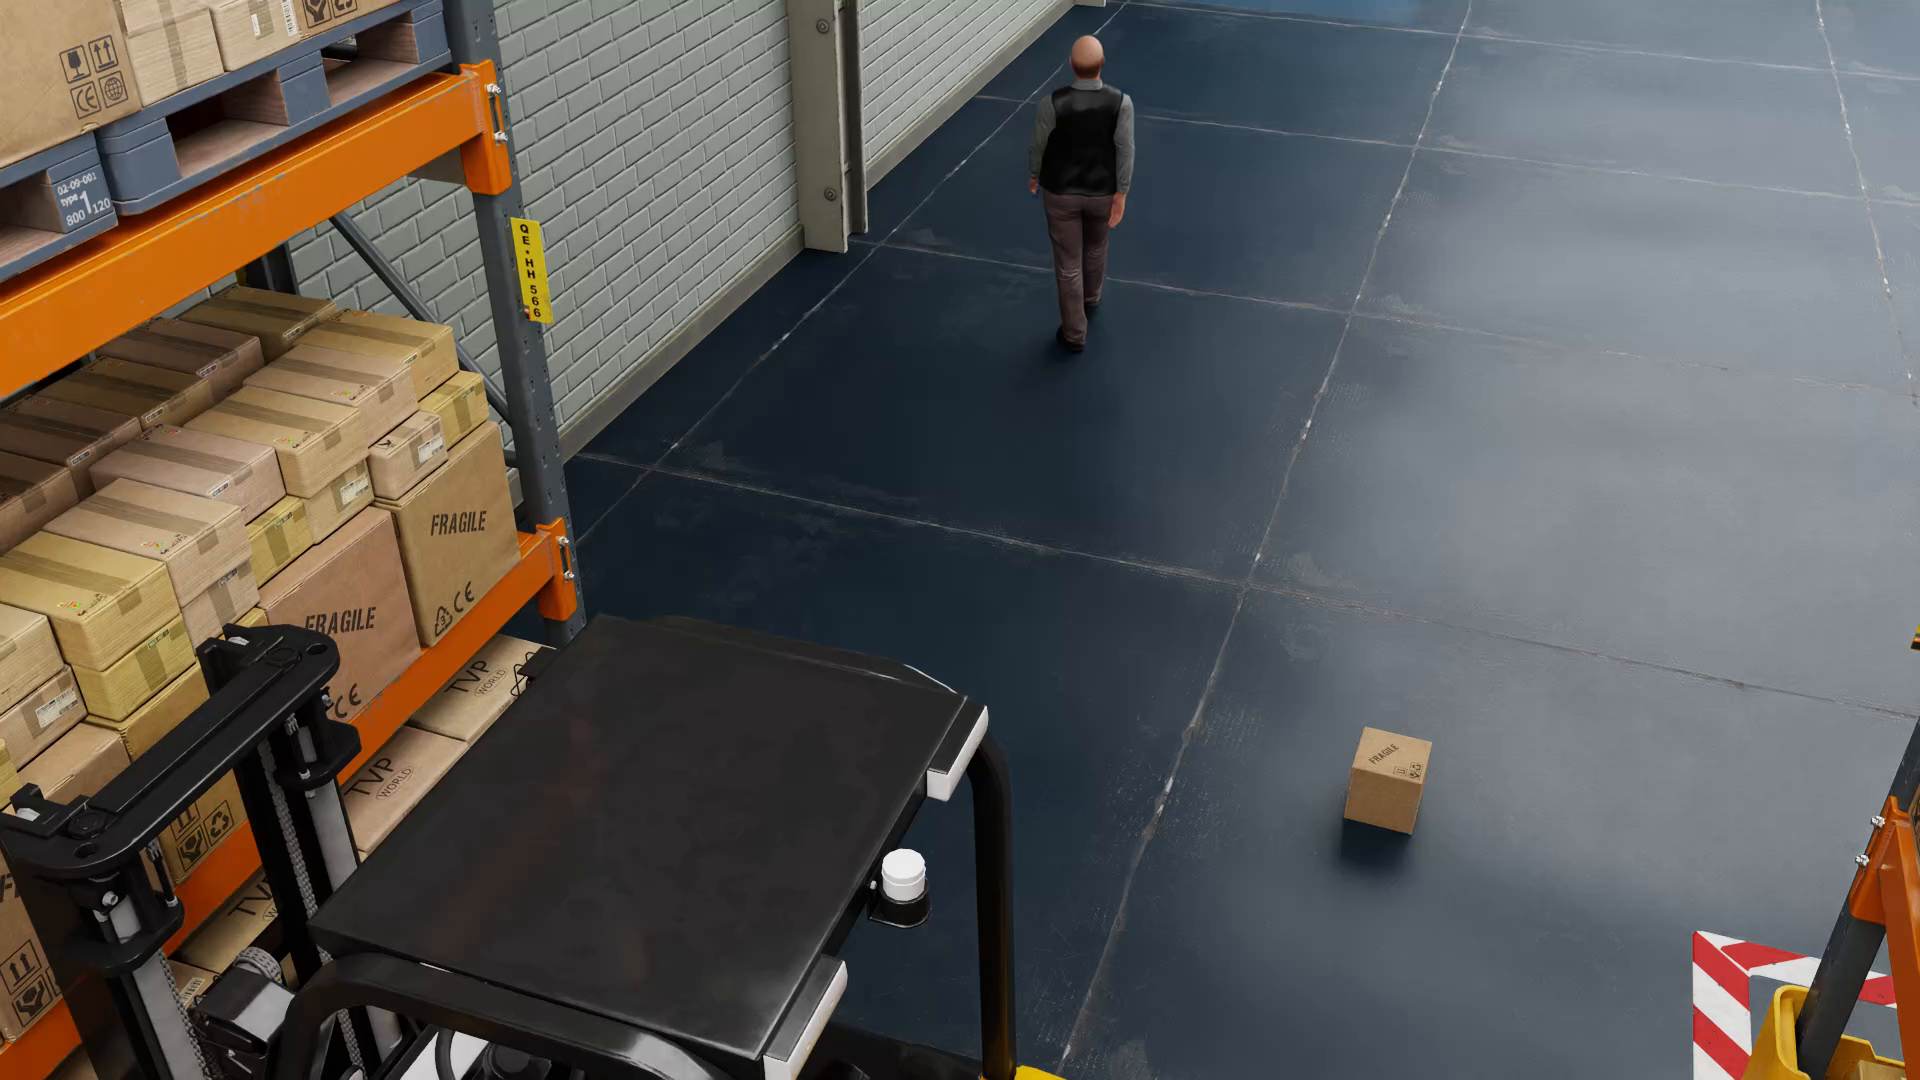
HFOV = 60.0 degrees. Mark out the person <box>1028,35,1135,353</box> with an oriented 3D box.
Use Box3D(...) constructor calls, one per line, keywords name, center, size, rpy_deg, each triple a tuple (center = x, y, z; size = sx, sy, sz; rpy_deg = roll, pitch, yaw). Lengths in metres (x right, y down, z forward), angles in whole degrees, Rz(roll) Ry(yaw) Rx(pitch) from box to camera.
Box3D(name="person", center=(0.635, -1.940, 9.144), size=(0.549, 1.725, 0.828), rpy_deg=(-4, 33, -6))
